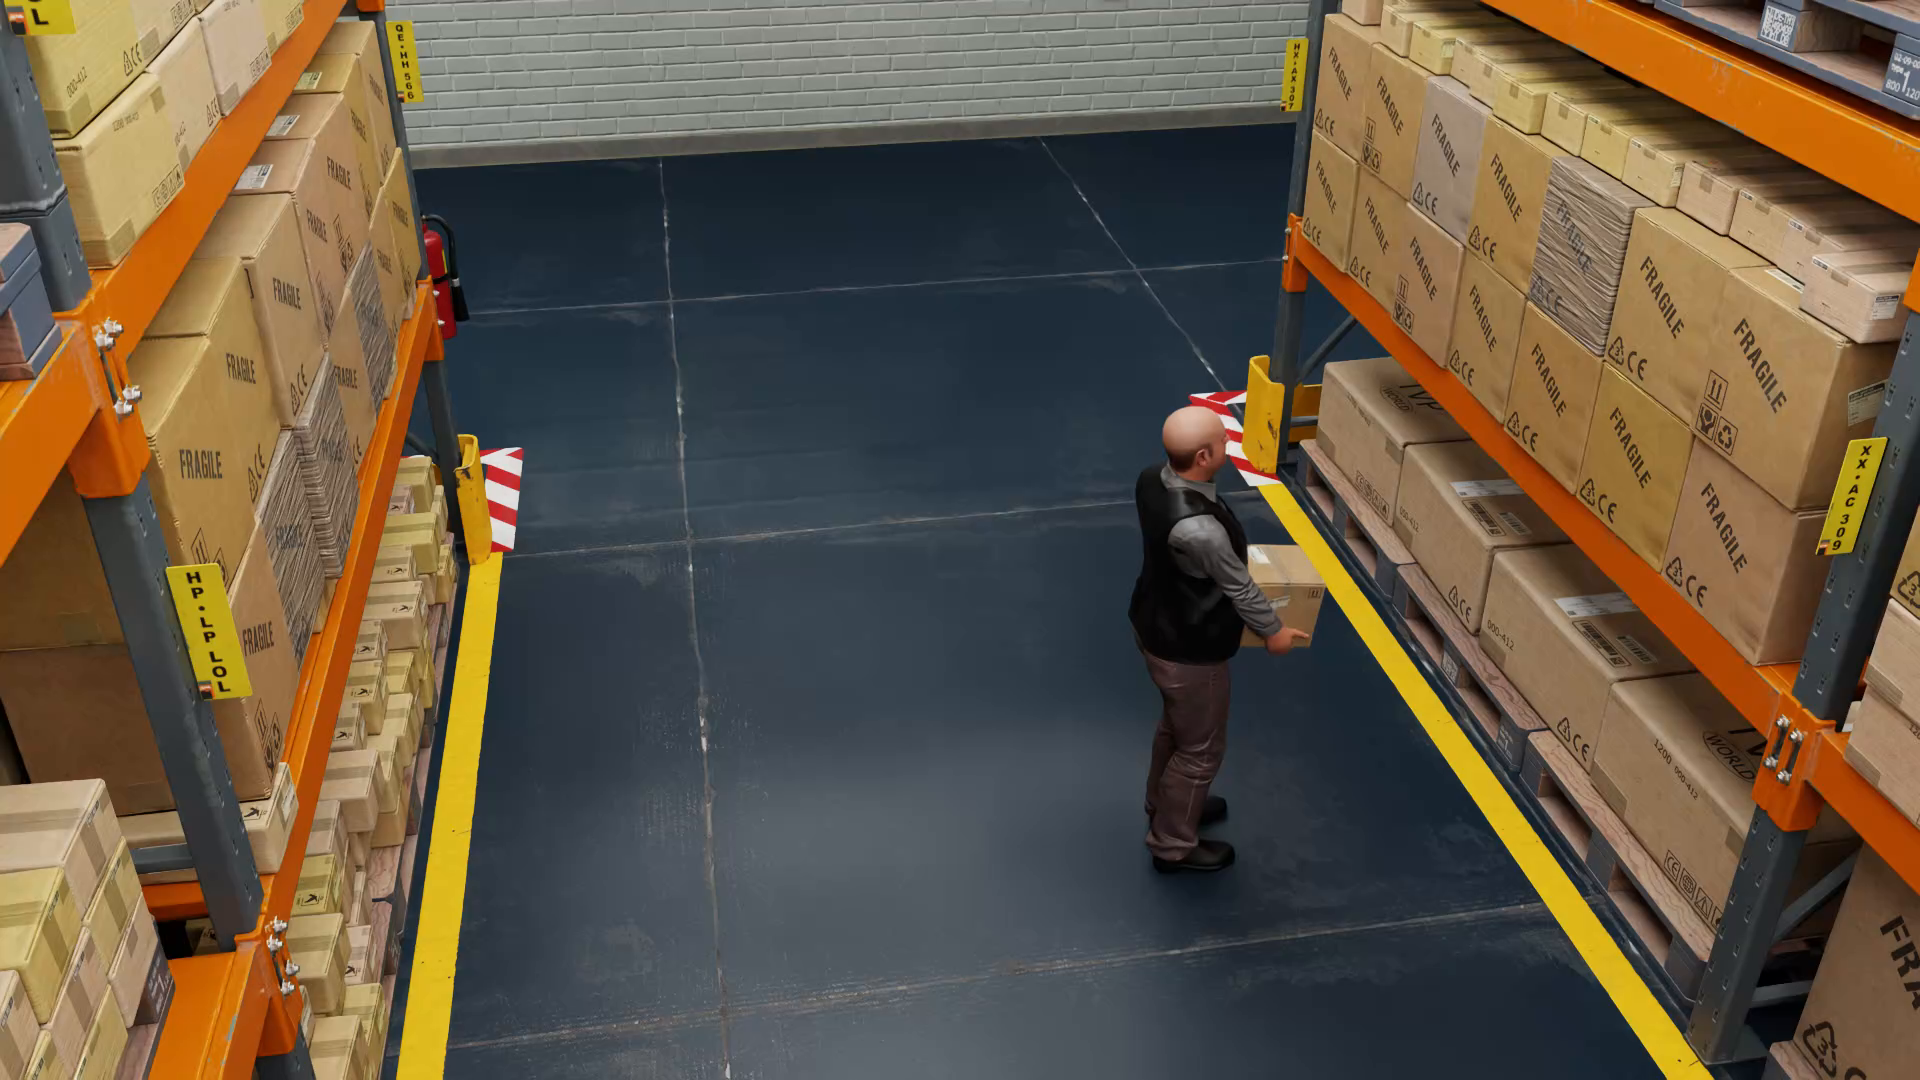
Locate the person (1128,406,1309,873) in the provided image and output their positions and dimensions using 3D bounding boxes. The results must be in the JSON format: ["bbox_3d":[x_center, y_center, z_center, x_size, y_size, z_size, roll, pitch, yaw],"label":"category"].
[{"bbox_3d":[0.853,0.325,5.610,0.555,1.718,0.491,-5,31,-9],"label":"person"}]
